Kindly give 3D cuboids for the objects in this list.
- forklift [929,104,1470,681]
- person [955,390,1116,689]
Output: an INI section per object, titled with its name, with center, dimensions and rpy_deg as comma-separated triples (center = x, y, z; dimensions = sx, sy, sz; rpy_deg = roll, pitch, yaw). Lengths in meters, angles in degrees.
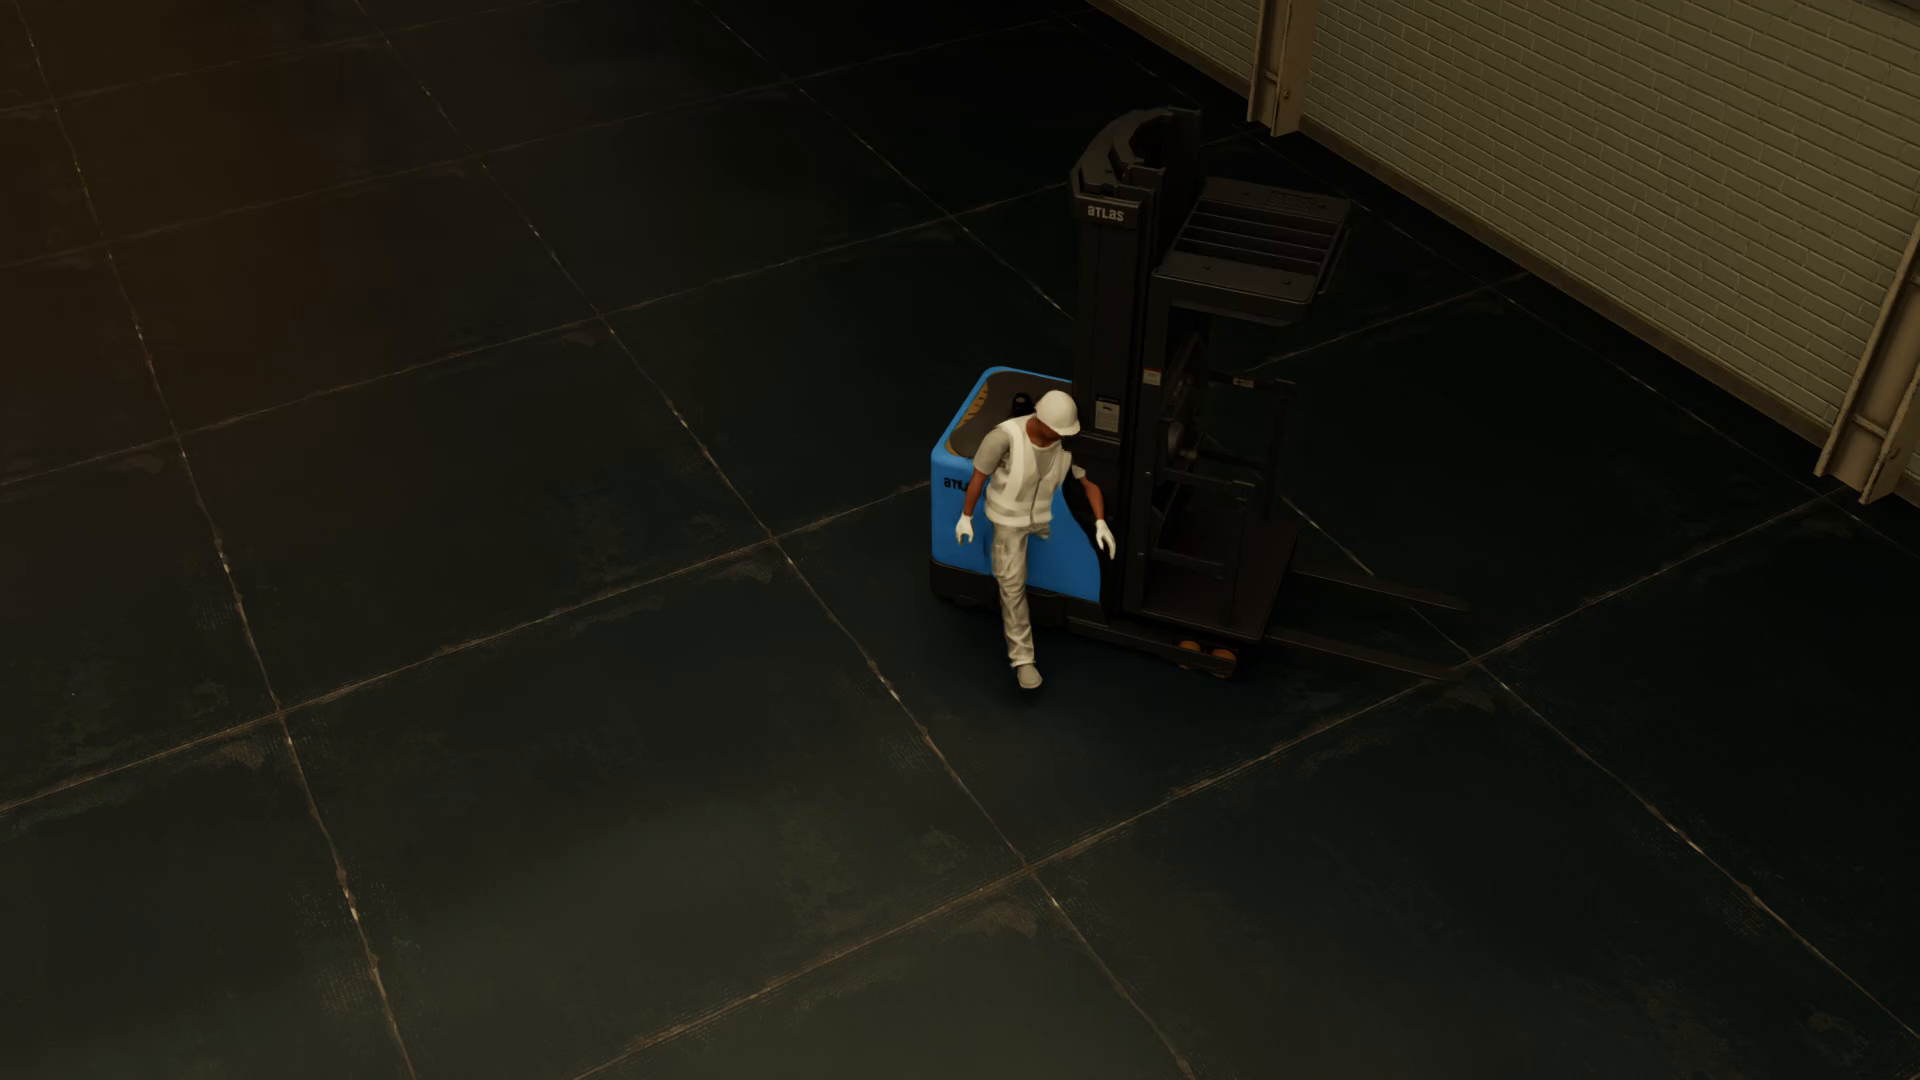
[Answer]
[forklift]
center = 1.392, -0.735, 8.922
dimensions = 3.031, 2.935, 1.130
rpy_deg = 14, 42, 16
[person]
center = 0.476, -0.046, 9.089
dimensions = 0.912, 1.679, 1.013
rpy_deg = -13, 42, -16
